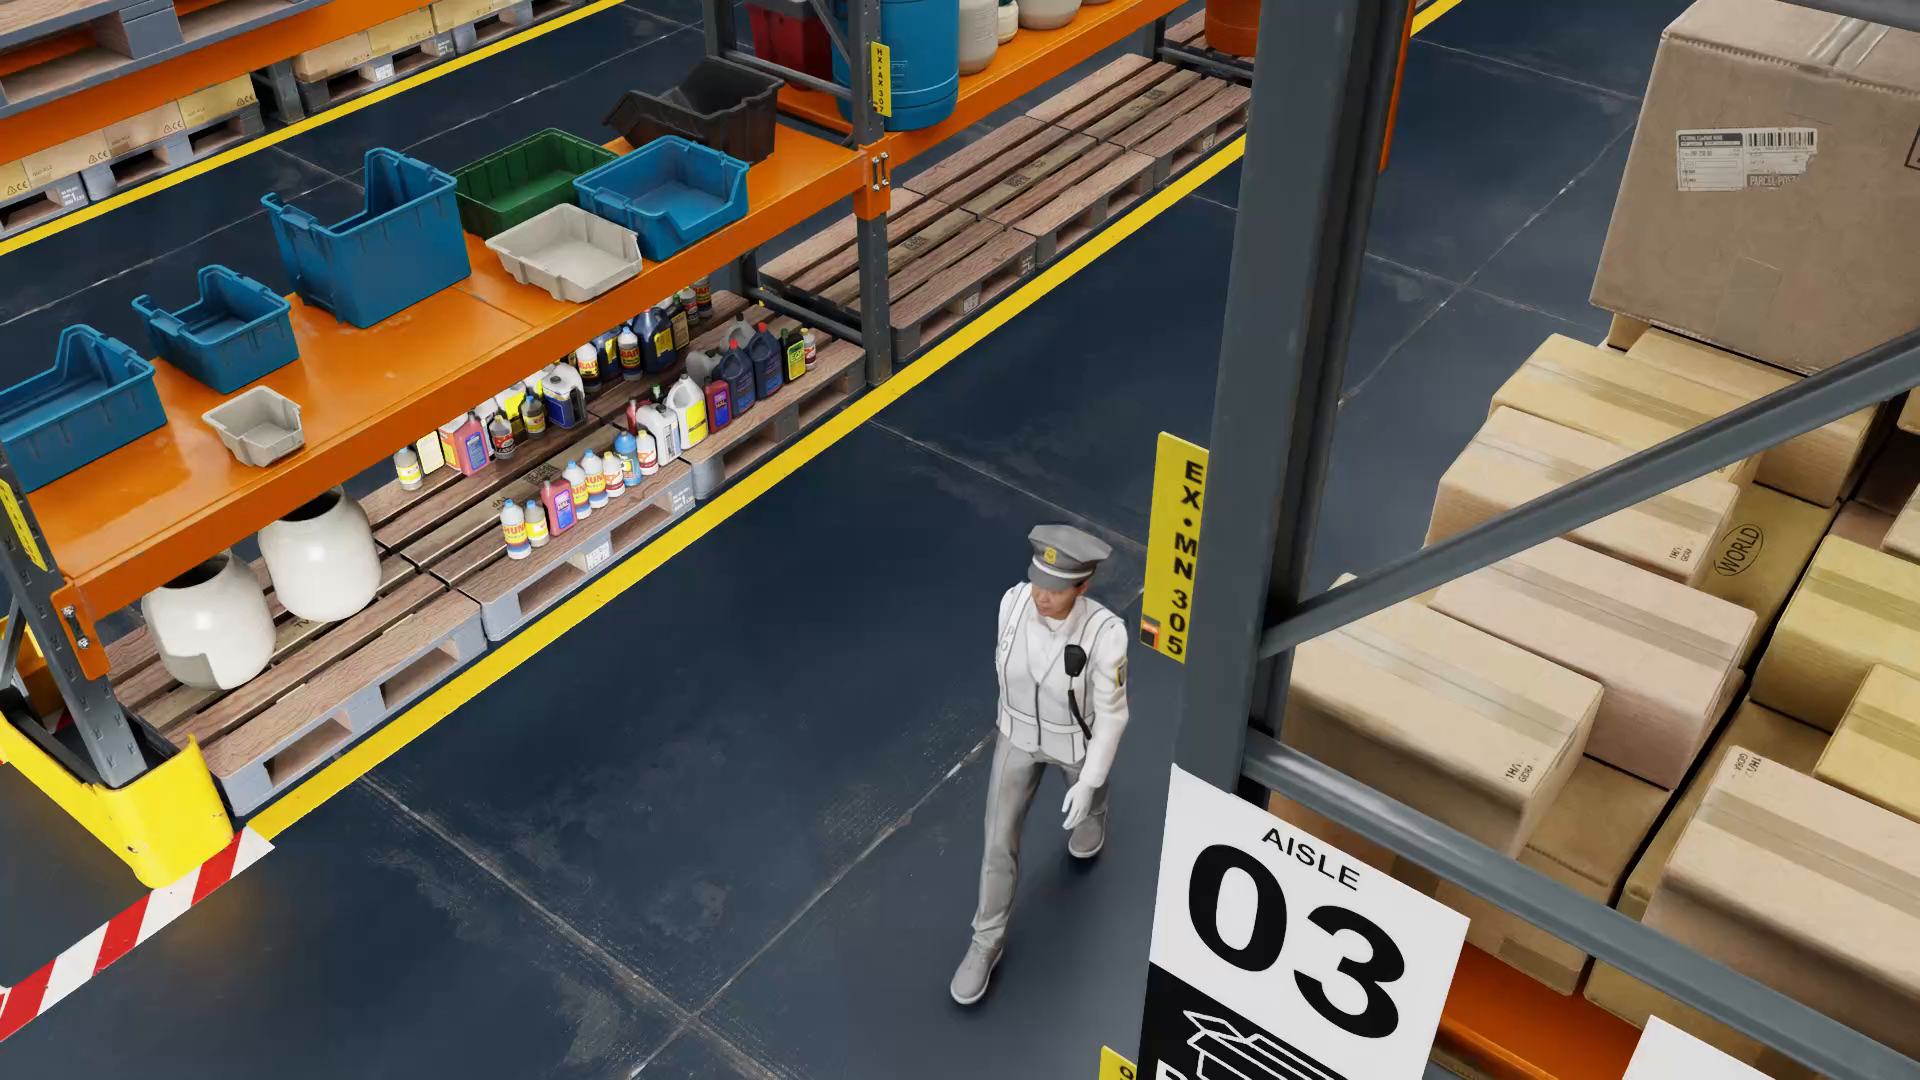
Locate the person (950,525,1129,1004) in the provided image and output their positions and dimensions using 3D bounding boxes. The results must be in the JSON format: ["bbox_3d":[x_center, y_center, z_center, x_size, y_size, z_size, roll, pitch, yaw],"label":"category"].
[{"bbox_3d":[0.286,0.646,5.314,0.496,1.620,1.018,15,41,18],"label":"person"}]
